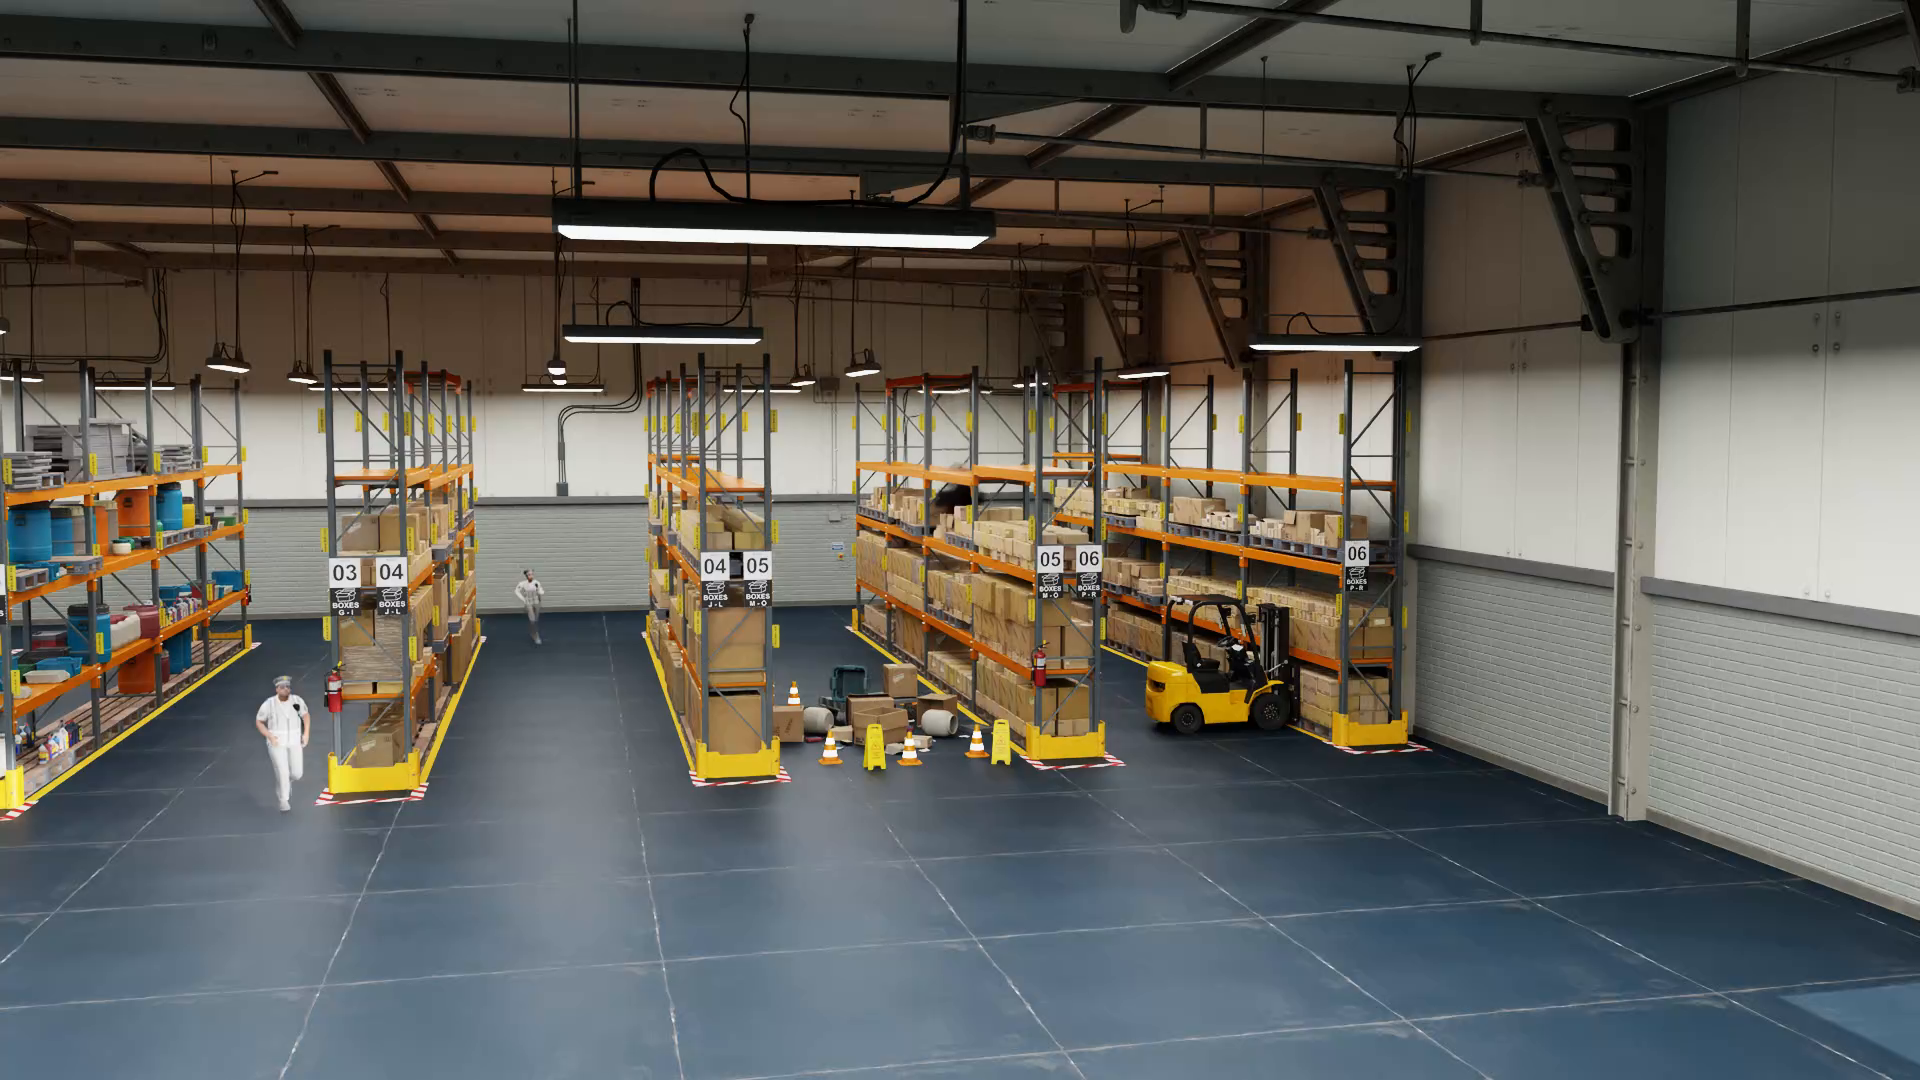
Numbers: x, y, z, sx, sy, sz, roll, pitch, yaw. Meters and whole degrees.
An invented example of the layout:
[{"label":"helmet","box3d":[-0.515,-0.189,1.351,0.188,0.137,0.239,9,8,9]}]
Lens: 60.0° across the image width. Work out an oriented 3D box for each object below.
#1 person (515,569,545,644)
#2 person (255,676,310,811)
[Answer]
[{"label":"person","box3d":[-9.830,1.517,38.088,0.614,1.753,0.735,-3,5,-36]},{"label":"person","box3d":[-8.845,2.632,21.760,0.691,1.747,0.600,-3,5,-40]}]
